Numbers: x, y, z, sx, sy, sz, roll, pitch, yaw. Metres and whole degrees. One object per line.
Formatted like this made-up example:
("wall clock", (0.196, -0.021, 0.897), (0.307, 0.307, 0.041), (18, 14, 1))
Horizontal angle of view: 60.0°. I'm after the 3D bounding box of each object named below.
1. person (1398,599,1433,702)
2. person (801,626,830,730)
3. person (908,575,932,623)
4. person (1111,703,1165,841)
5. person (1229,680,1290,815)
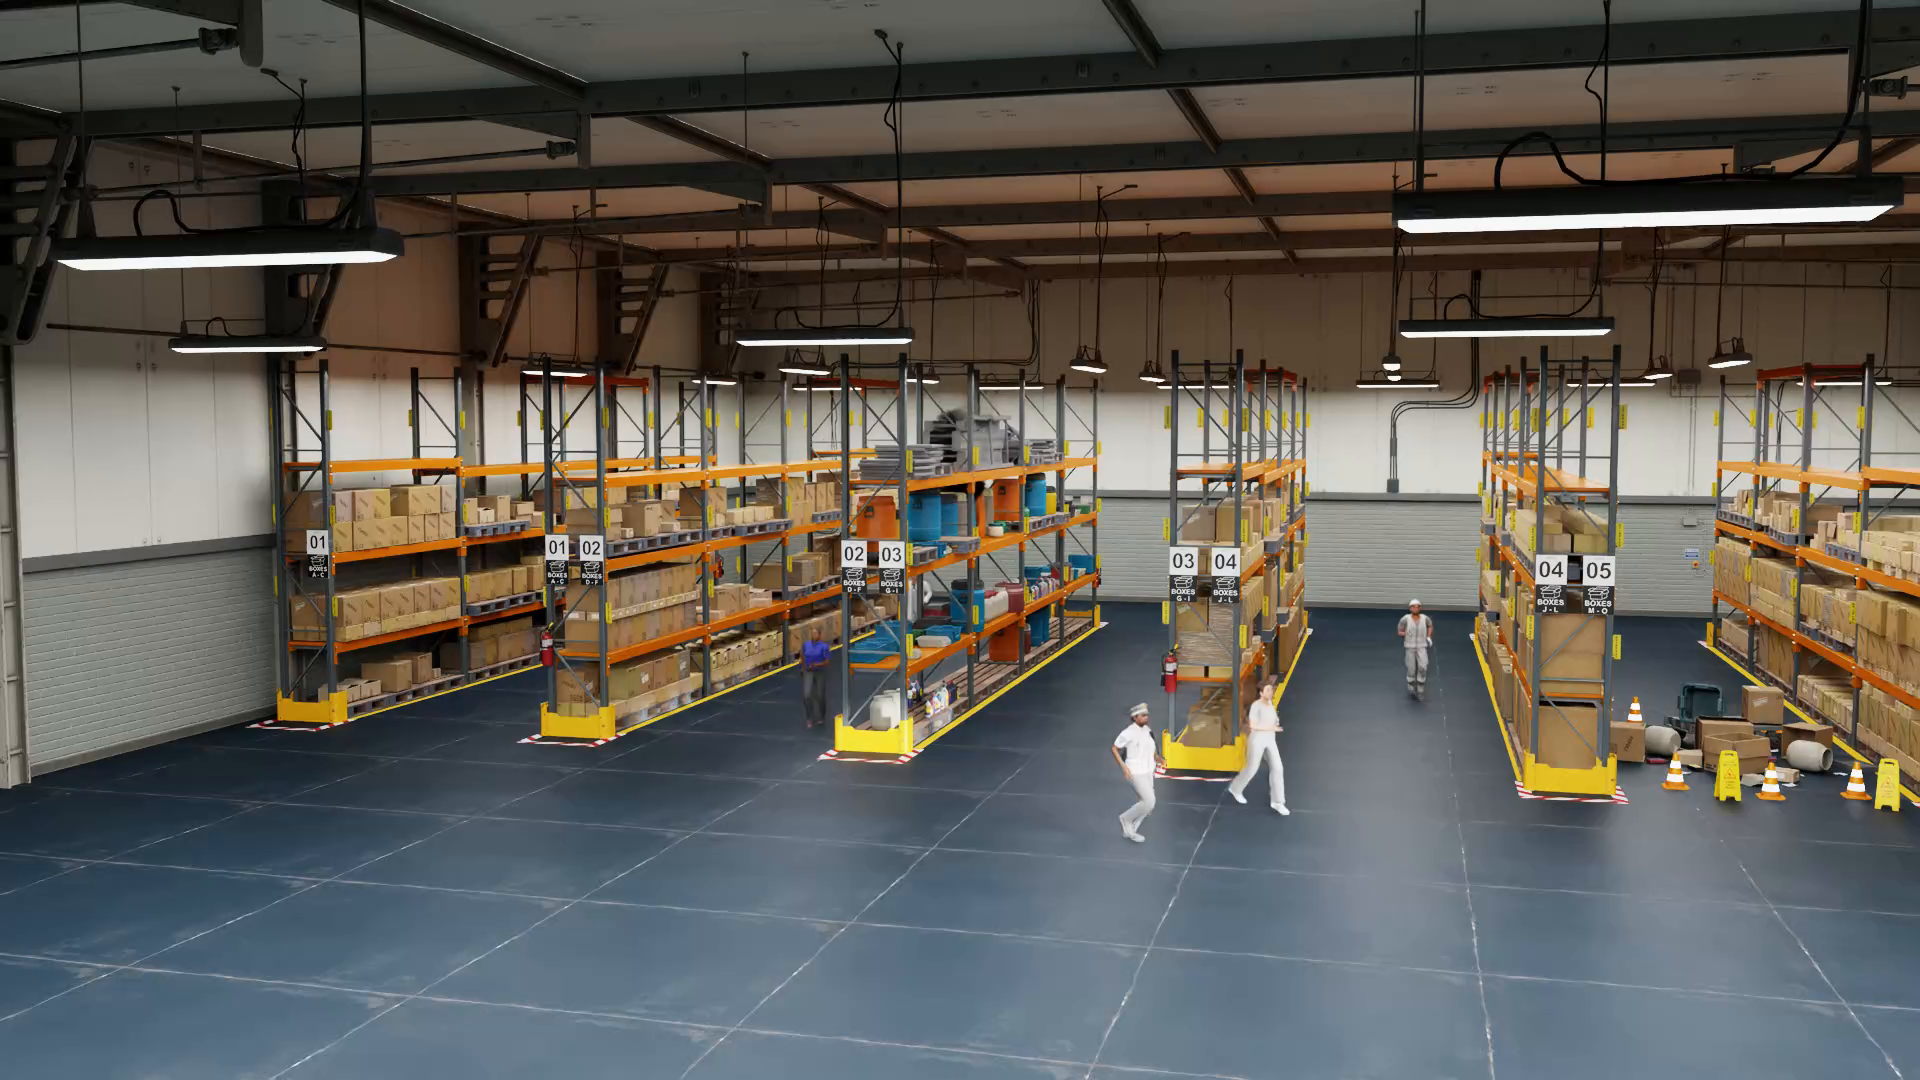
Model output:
("person", (8.148, 1.975, 29.788), (0.610, 1.836, 0.757), (1, 4, 10))
("person", (-2.358, 2.242, 27.015), (0.536, 1.690, 0.788), (1, 4, 8))
("person", (-0.983, 1.509, 36.360), (0.698, 1.734, 0.632), (0, 4, 5))
("person", (2.162, 2.753, 19.668), (0.576, 1.659, 0.560), (4, 6, 42))
("person", (3.833, 2.623, 21.294), (0.521, 1.681, 0.947), (-3, 5, -36))
